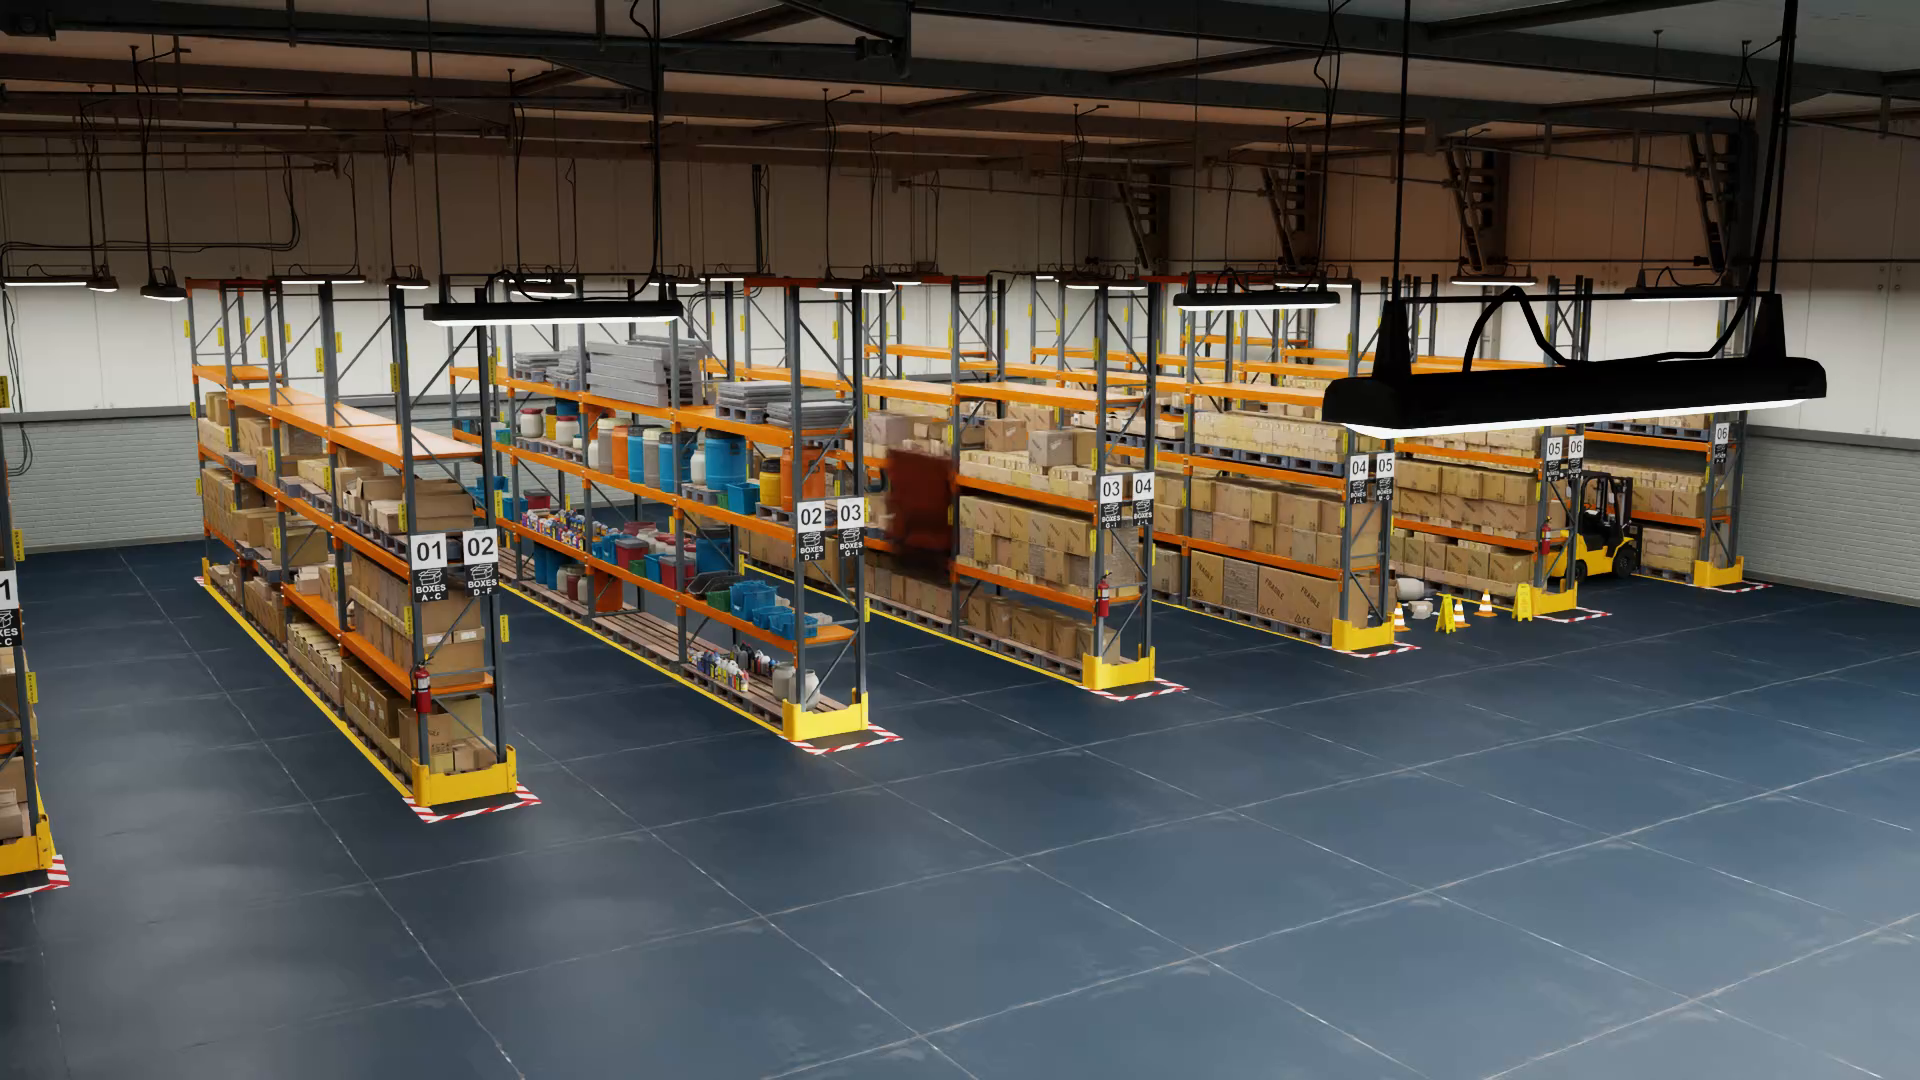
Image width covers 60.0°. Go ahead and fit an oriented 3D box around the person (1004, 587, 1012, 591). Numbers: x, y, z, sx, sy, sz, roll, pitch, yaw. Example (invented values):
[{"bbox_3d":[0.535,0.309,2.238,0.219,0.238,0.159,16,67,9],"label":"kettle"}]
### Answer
[{"bbox_3d":[0.917,0.109,30.556,0.487,1.671,0.476,-5,11,-26],"label":"person"}]
